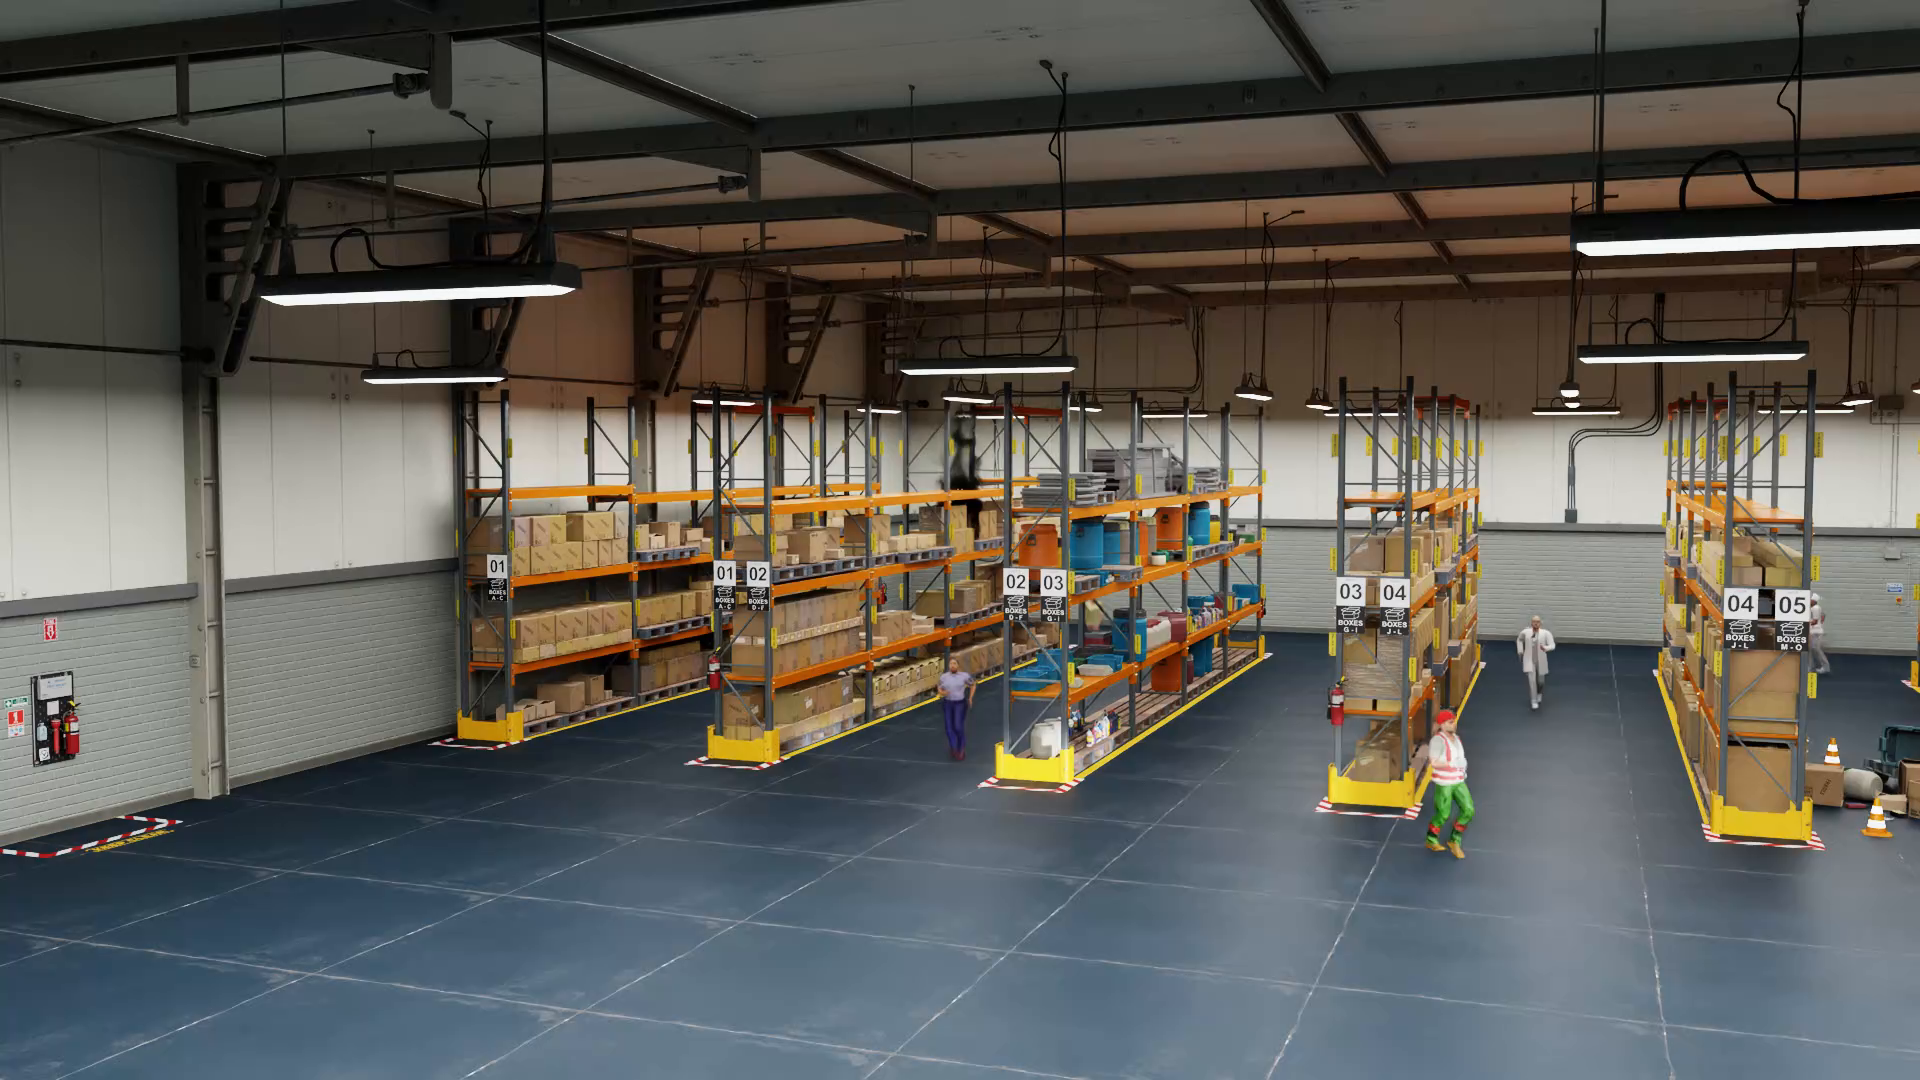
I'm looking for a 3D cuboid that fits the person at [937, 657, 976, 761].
[{"bbox_3d":[-0.081,2.719,26.732,0.578,1.660,0.688,1,3,14],"label":"person"}]

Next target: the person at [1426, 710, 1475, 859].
[{"bbox_3d":[5.997,2.995,20.302,0.631,1.820,0.689,-2,4,-30],"label":"person"}]

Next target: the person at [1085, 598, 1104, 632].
[{"bbox_3d":[3.083,2.029,39.030,0.531,1.732,0.746,1,3,12],"label":"person"}]

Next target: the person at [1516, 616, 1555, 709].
[{"bbox_3d":[11.097,2.341,32.073,0.709,1.756,0.954,1,3,18],"label":"person"}]

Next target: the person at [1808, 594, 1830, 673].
[{"bbox_3d":[18.913,2.087,36.862,0.725,1.799,0.651,1,3,19],"label":"person"}]
